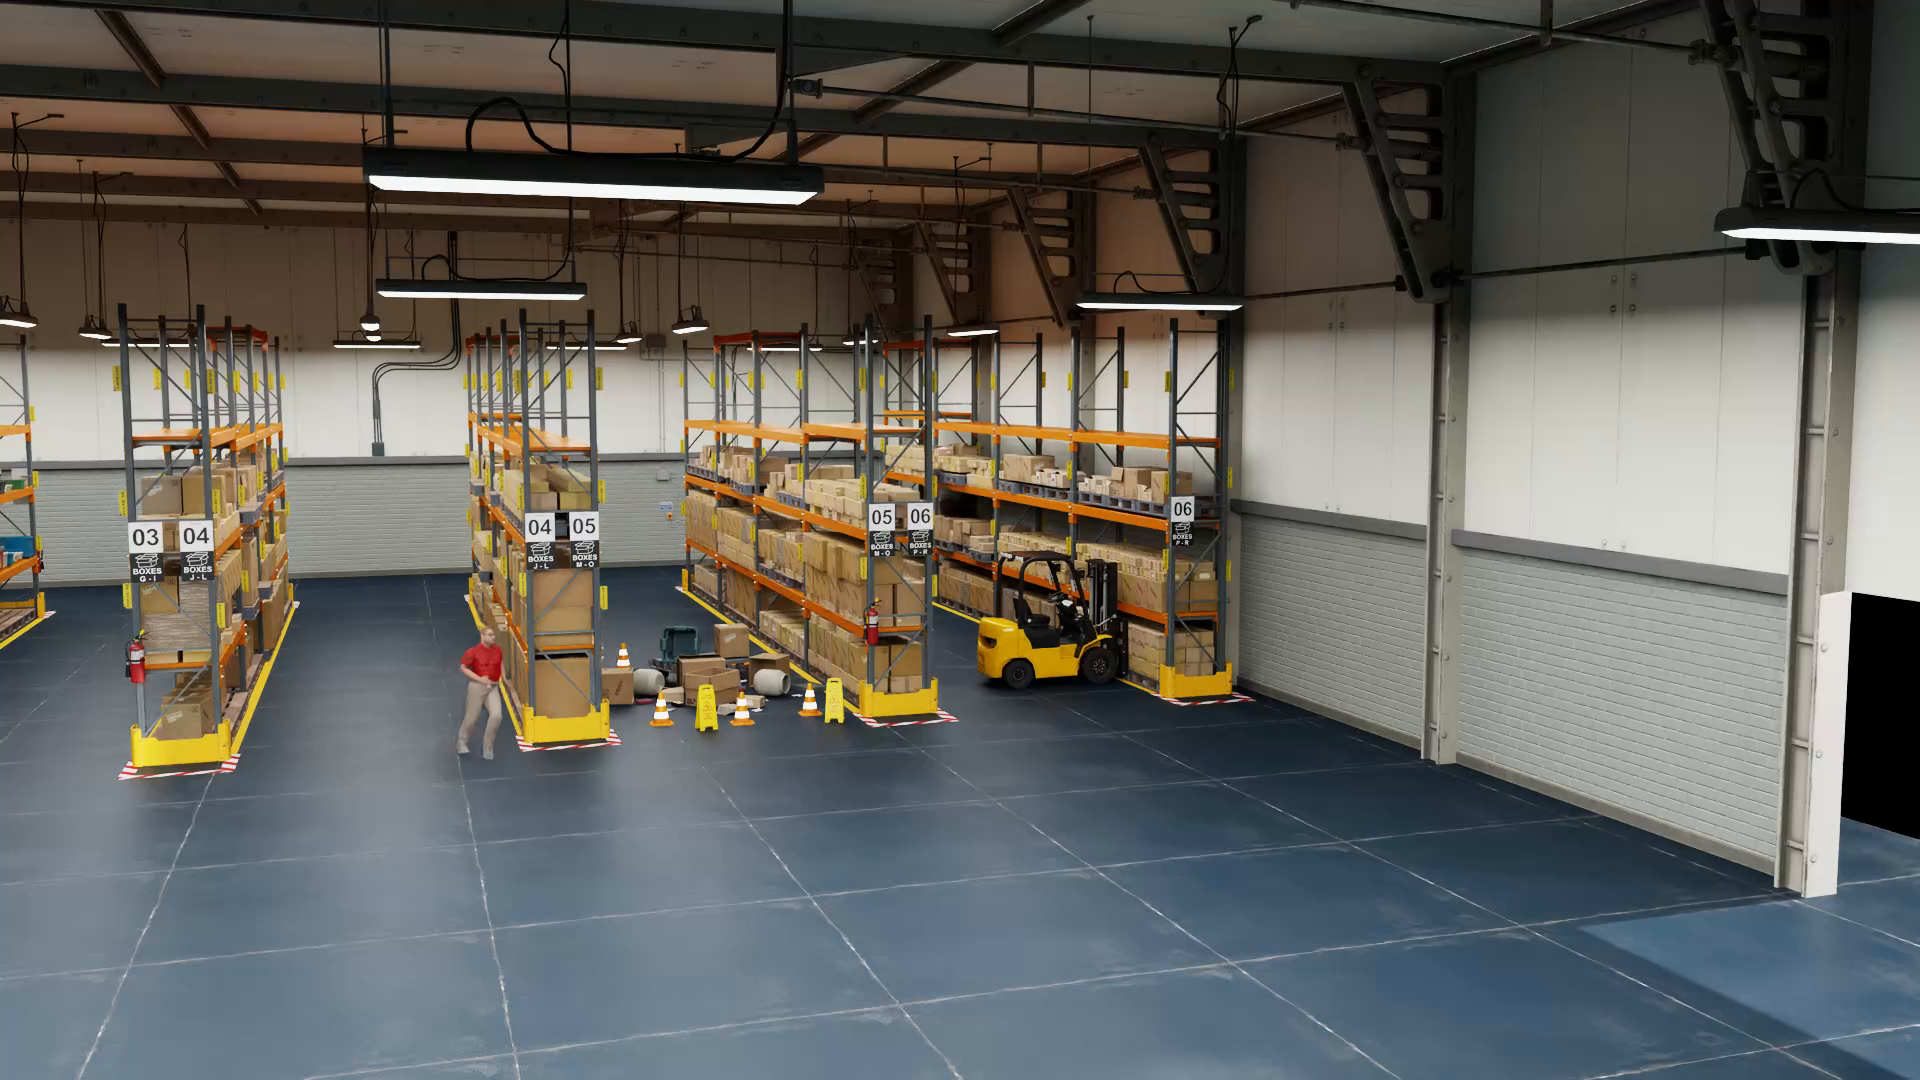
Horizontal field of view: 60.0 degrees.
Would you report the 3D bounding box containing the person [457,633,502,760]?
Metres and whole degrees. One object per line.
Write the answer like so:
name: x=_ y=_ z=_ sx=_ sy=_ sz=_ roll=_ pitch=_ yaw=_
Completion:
person: x=-6.379 y=2.090 z=22.340 sx=0.663 sy=1.698 sz=0.683 roll=5 pitch=8 yaw=45
